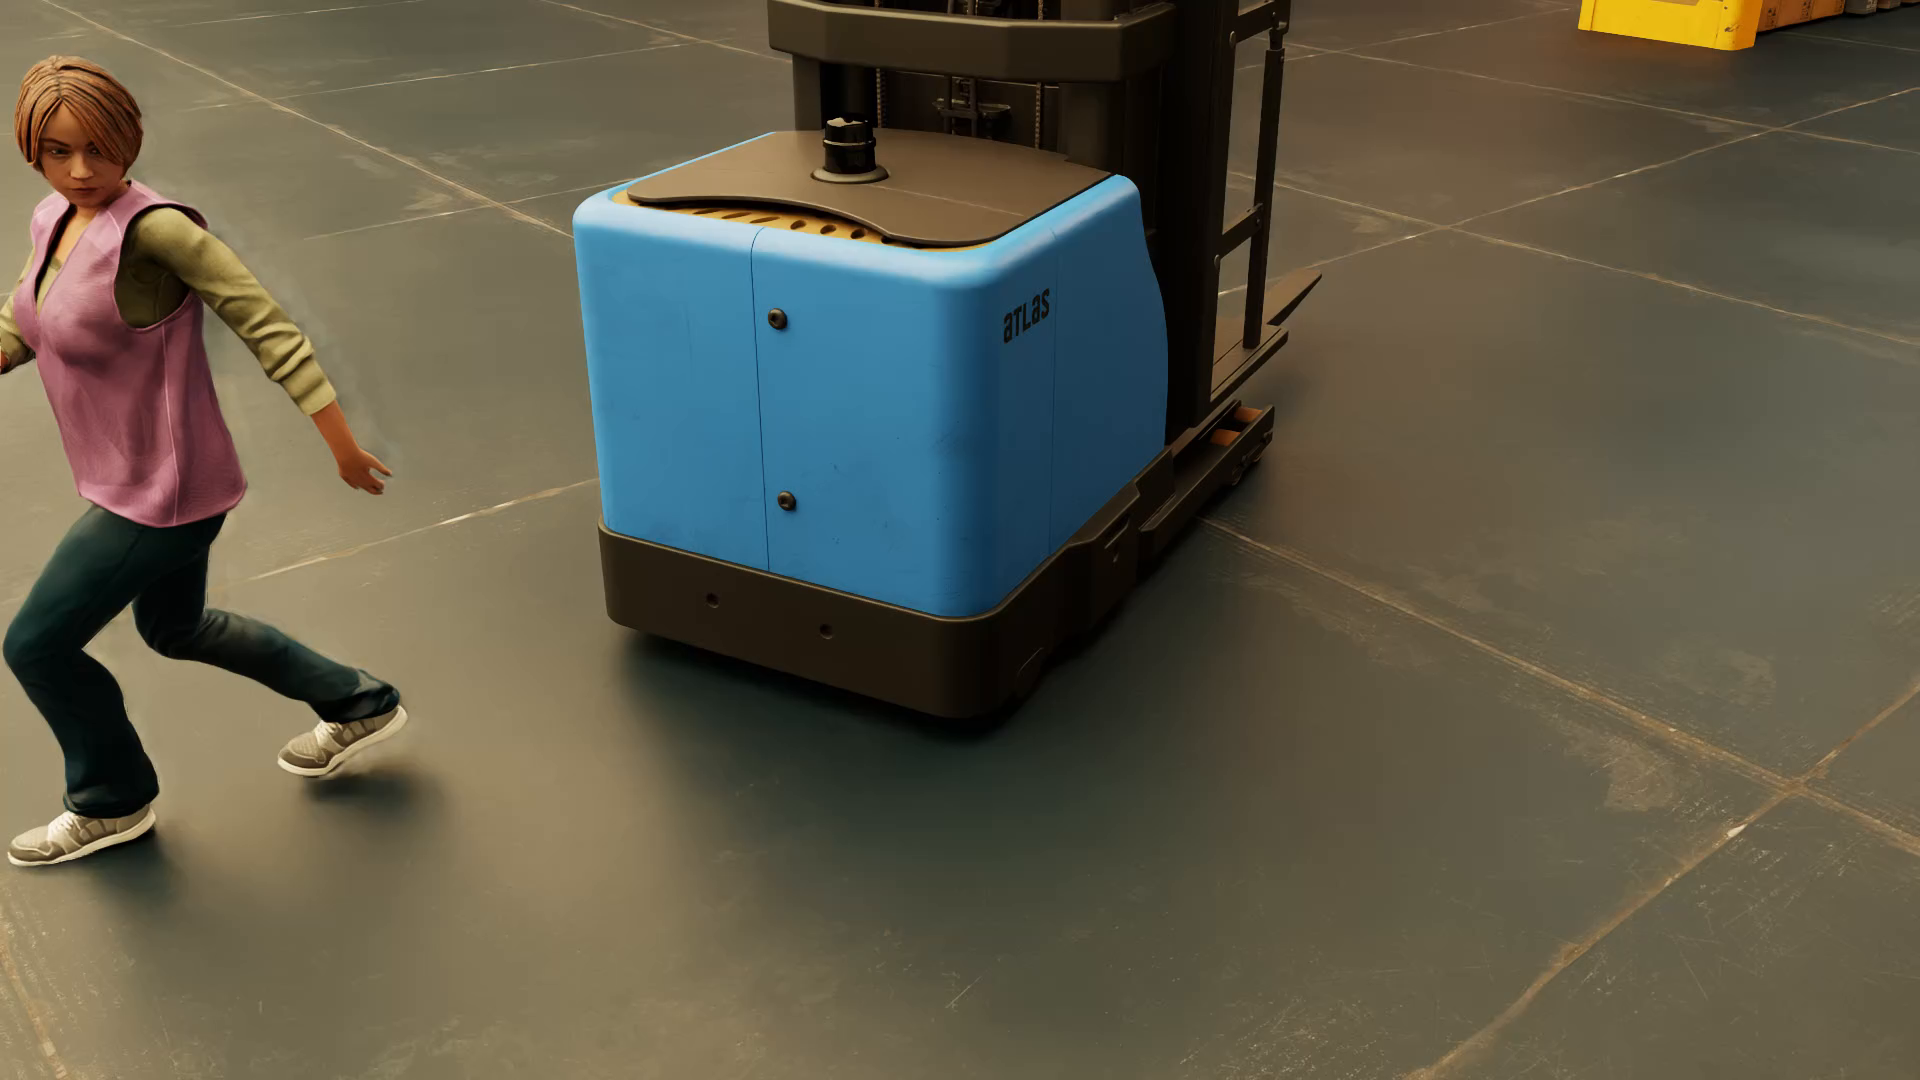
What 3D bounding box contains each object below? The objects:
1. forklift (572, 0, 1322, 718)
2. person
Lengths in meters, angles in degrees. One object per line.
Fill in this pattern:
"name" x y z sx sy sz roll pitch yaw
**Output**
"forklift" 0.285 -1.552 4.331 1.130 2.935 3.031 13 29 25
"person" -1.482 -0.107 3.046 0.796 1.516 0.439 -14 30 -26
